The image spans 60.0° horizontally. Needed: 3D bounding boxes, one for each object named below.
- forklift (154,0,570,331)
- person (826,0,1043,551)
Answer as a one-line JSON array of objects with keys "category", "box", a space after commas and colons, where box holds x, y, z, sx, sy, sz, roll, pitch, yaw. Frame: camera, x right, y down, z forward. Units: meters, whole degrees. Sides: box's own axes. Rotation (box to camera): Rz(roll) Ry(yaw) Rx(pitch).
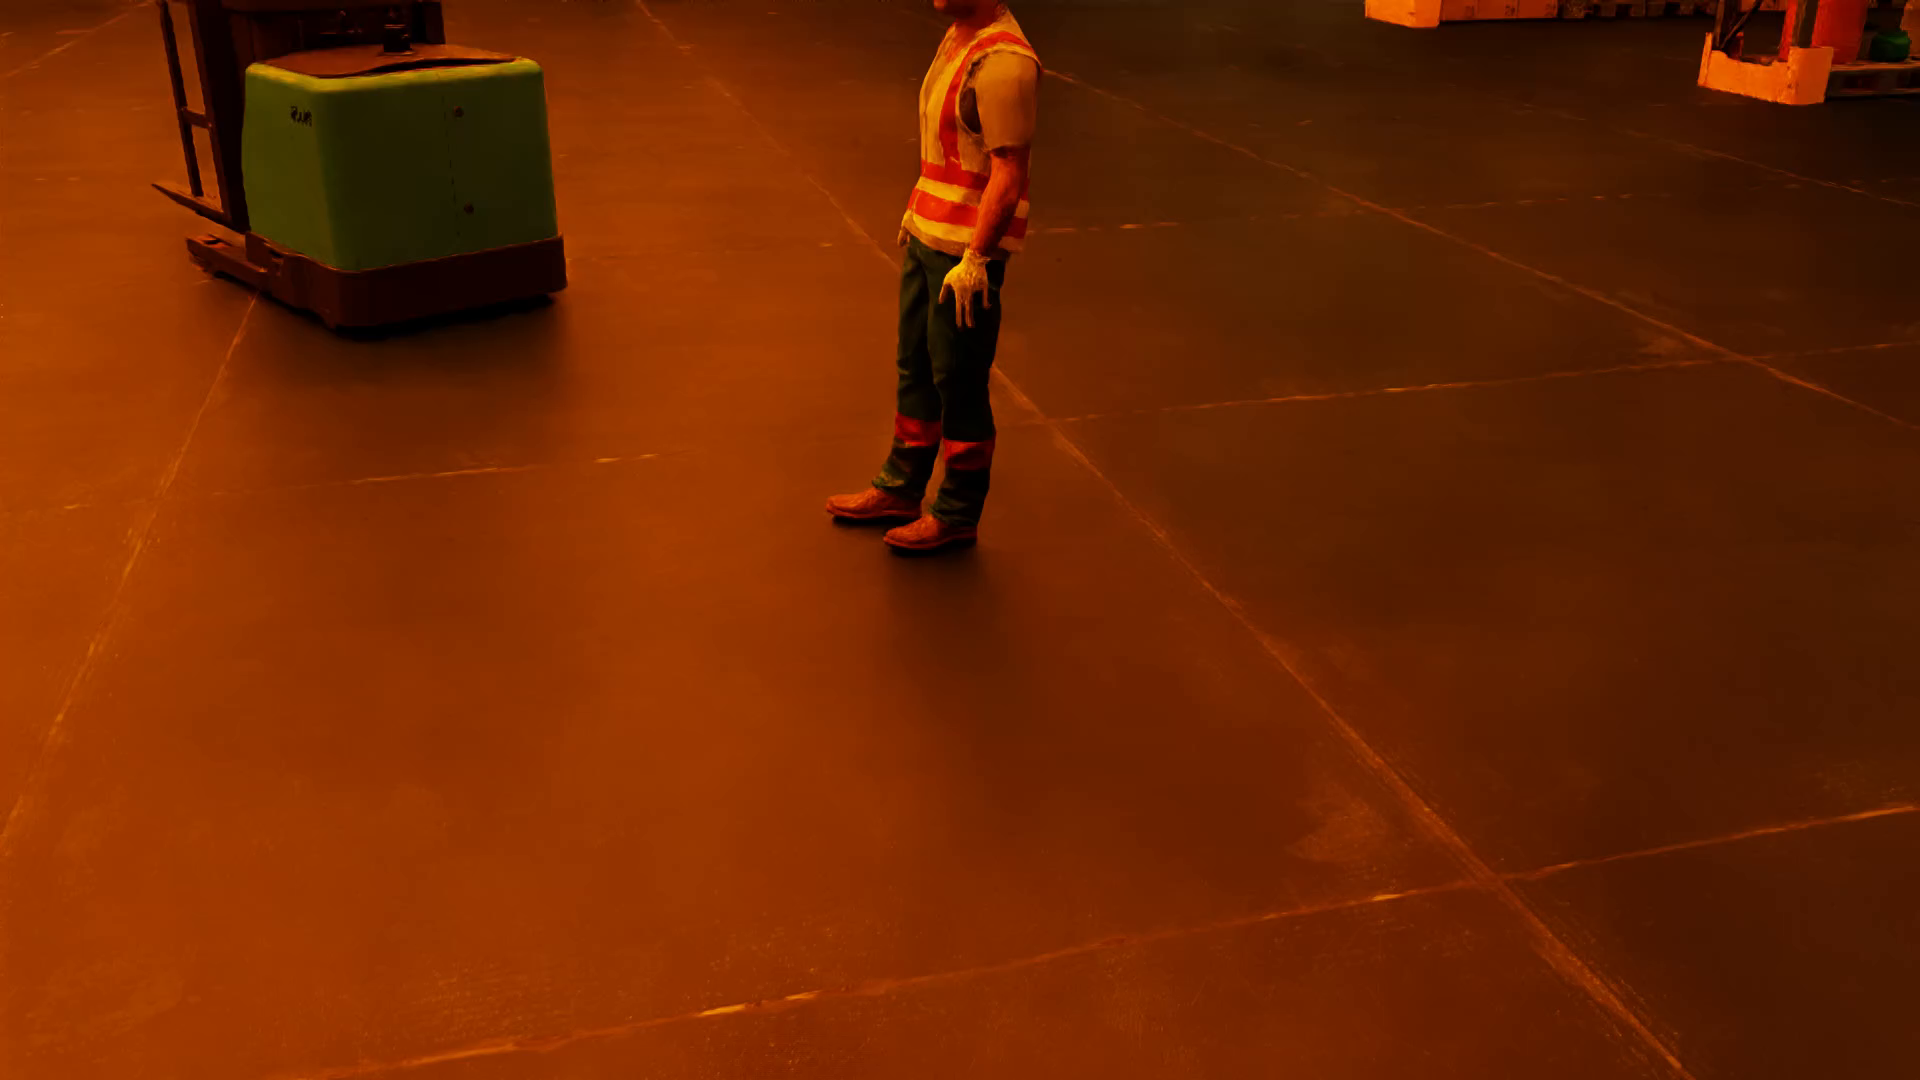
[{"category": "forklift", "box": [-3.127, -2.728, 7.719, 1.130, 2.935, 3.031, -19, 30, -38]}, {"category": "person", "box": [-0.080, -0.825, 4.690, 0.563, 1.787, 0.637, -6, 24, -14]}]
